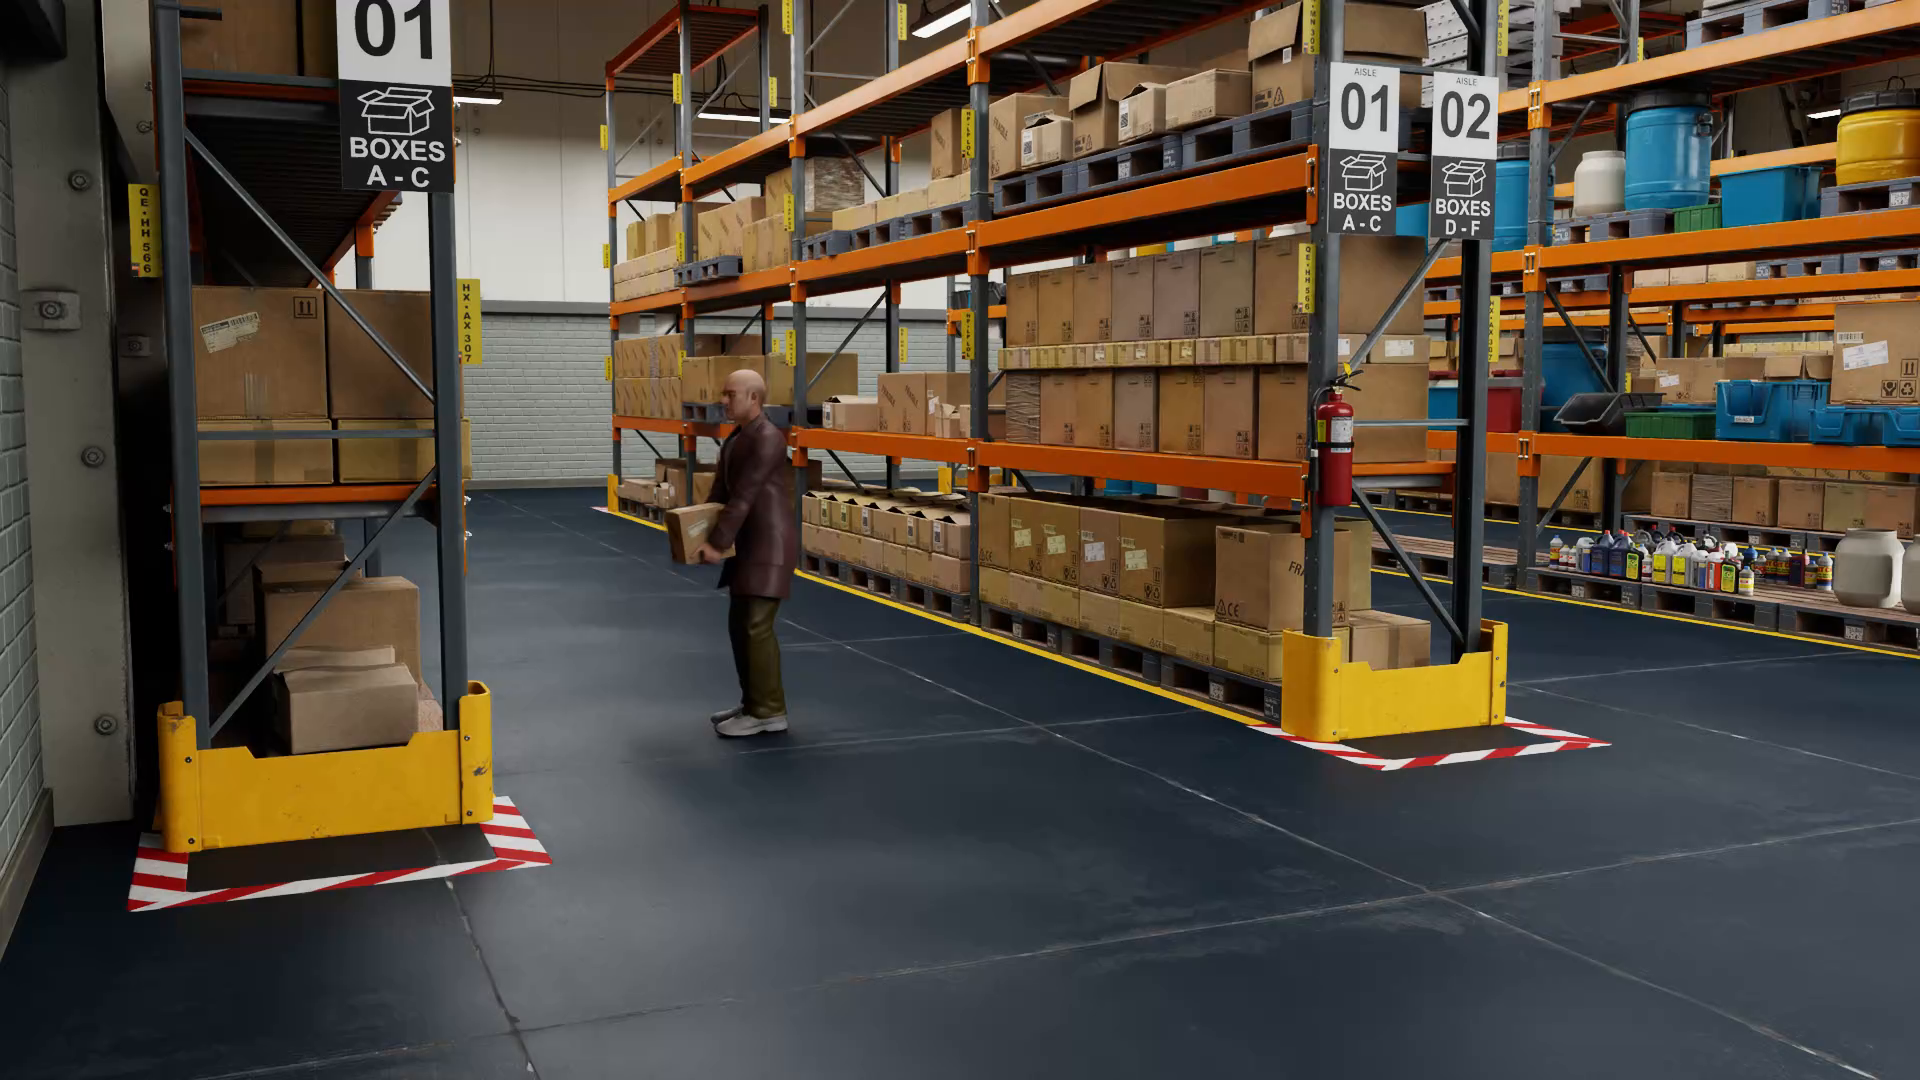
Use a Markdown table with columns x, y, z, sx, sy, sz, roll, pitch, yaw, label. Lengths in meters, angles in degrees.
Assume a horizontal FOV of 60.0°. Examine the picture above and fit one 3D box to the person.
| x | y | z | sx | sy | sz | roll | pitch | yaw | label |
| --- | --- | --- | --- | --- | --- | --- | --- | --- | --- |
| -1.077 | 0.057 | 8.127 | 0.572 | 1.774 | 0.531 | -2 | 6 | -25 | person |
